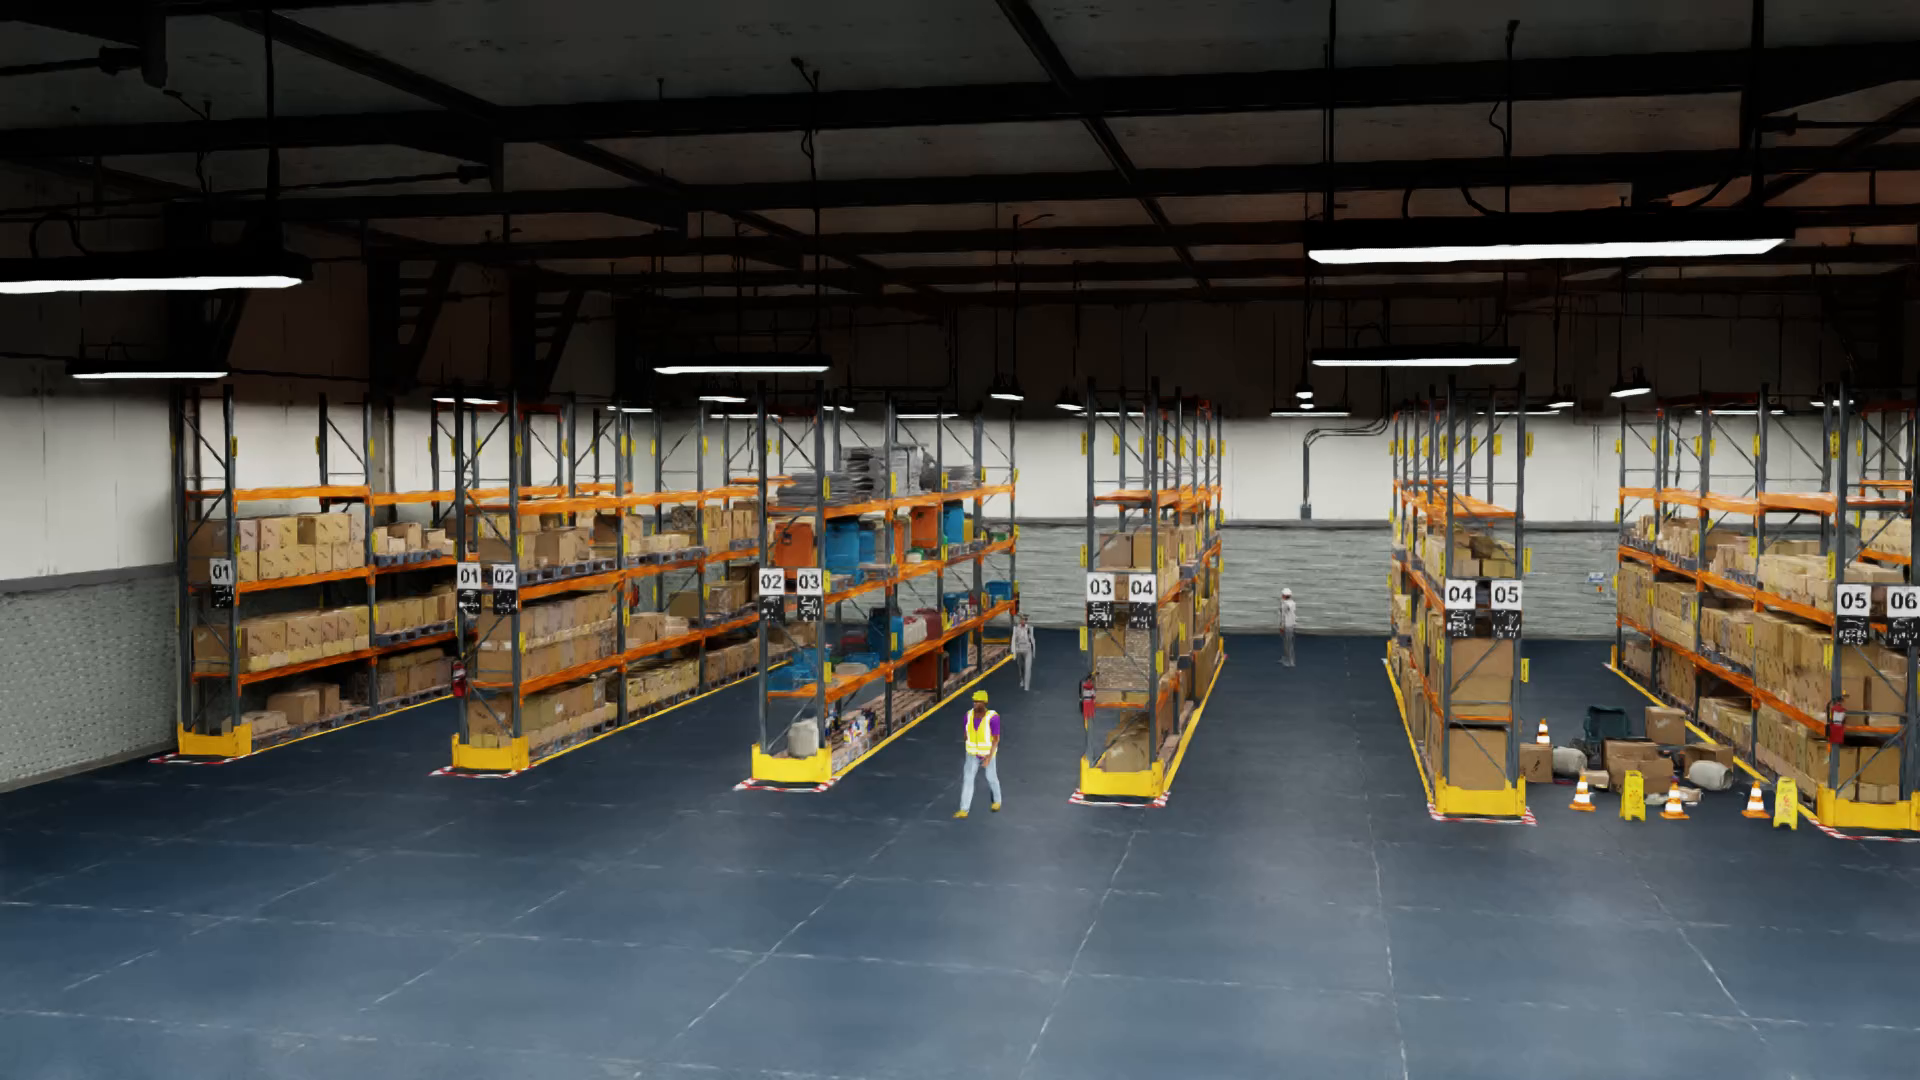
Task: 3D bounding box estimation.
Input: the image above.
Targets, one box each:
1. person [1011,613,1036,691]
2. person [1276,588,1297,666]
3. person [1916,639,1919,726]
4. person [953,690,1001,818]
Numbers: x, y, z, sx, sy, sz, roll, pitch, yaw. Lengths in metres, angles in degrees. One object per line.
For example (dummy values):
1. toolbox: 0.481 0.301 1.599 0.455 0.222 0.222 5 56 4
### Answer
1. person: 1.293 2.272 34.158 0.499 1.584 1.057 1 3 10
2. person: 7.463 1.971 38.068 0.553 1.771 0.607 2 4 29
3. person: 17.121 2.512 29.533 0.553 1.648 0.611 2 4 35
4. person: 0.284 2.879 22.504 0.569 1.708 1.042 1 3 21
